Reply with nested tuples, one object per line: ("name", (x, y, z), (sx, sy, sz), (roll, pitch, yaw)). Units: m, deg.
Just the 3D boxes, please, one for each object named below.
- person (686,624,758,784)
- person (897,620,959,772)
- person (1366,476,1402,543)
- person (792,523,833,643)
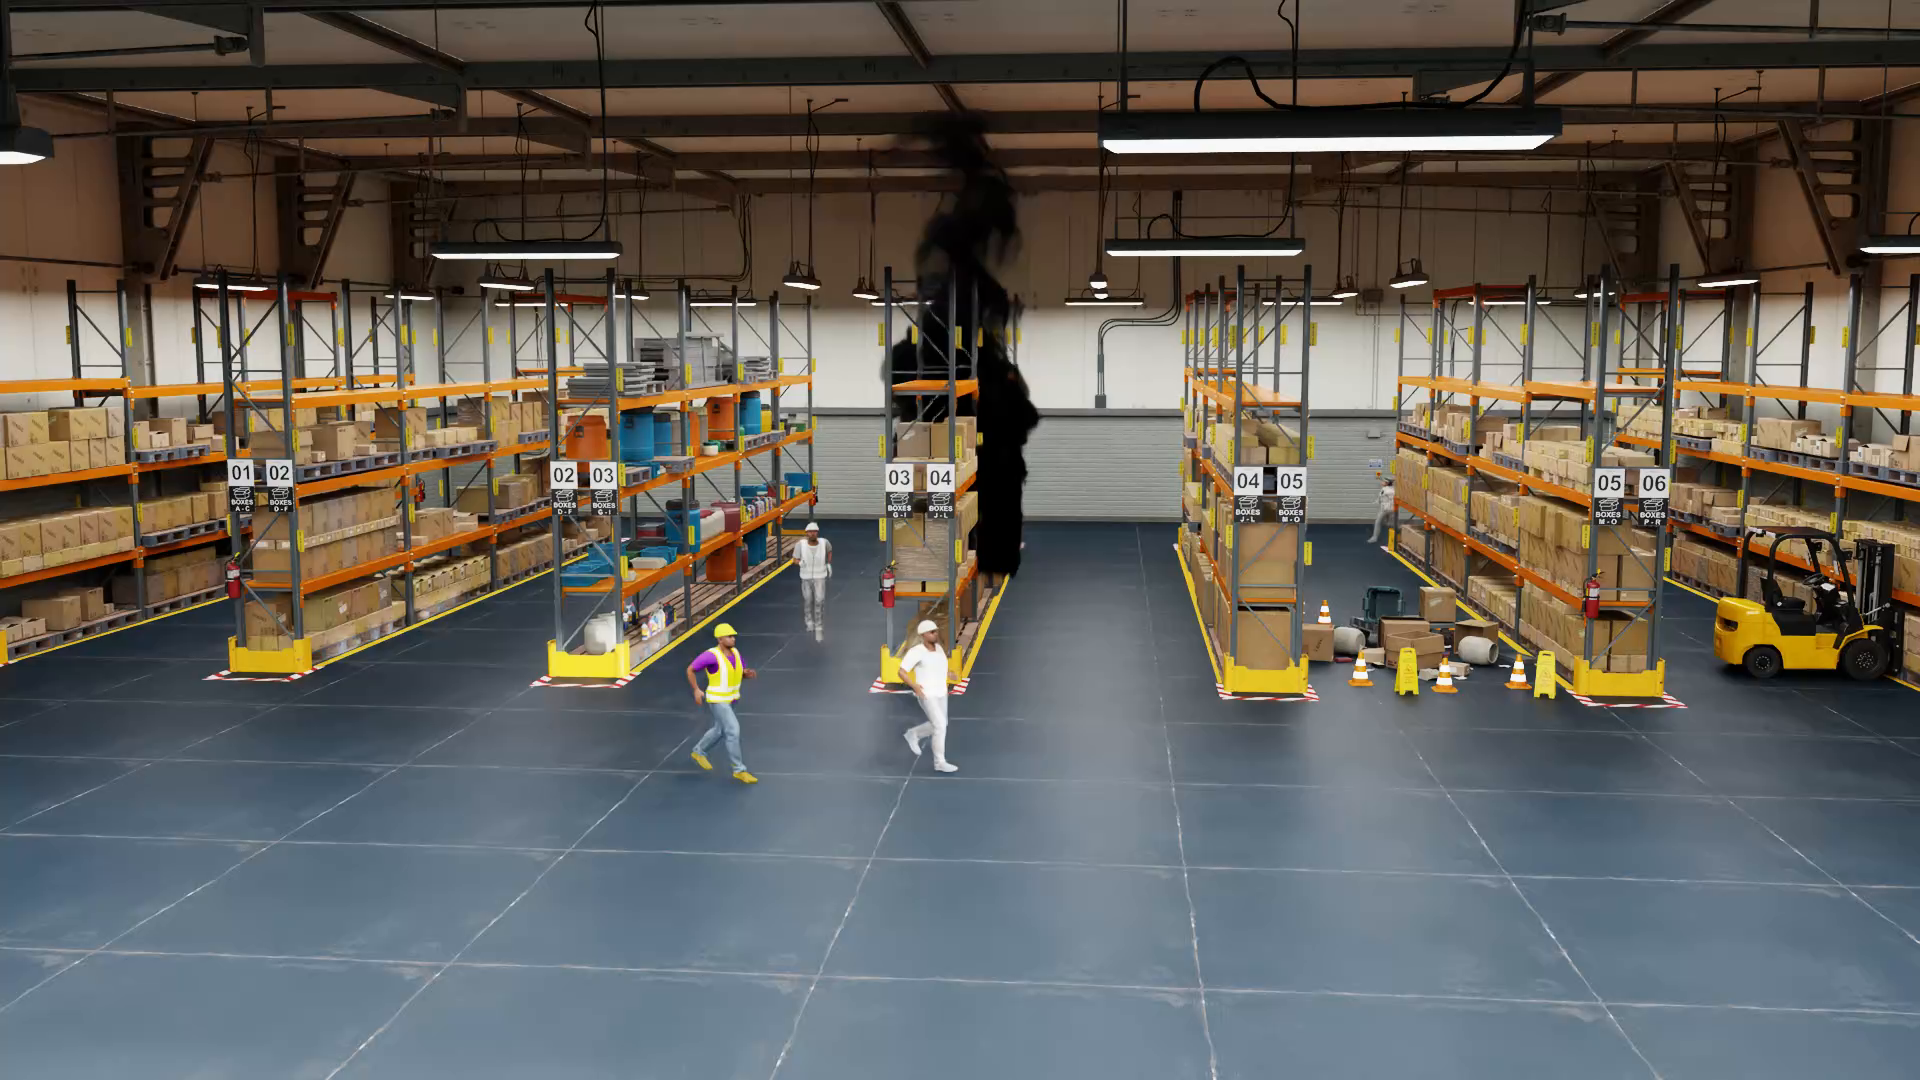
("person", (-2.682, 1.818, 18.805), (0.964, 1.775, 0.689), (4, 8, 27))
("person", (-0.353, 1.799, 19.351), (0.831, 1.740, 0.714), (5, 9, 37))
("person", (10.396, -0.729, 40.483), (0.962, 1.674, 0.653), (2, 7, 15))
("person", (-2.334, 0.644, 26.277), (0.614, 1.862, 0.829), (0, 7, 0))
